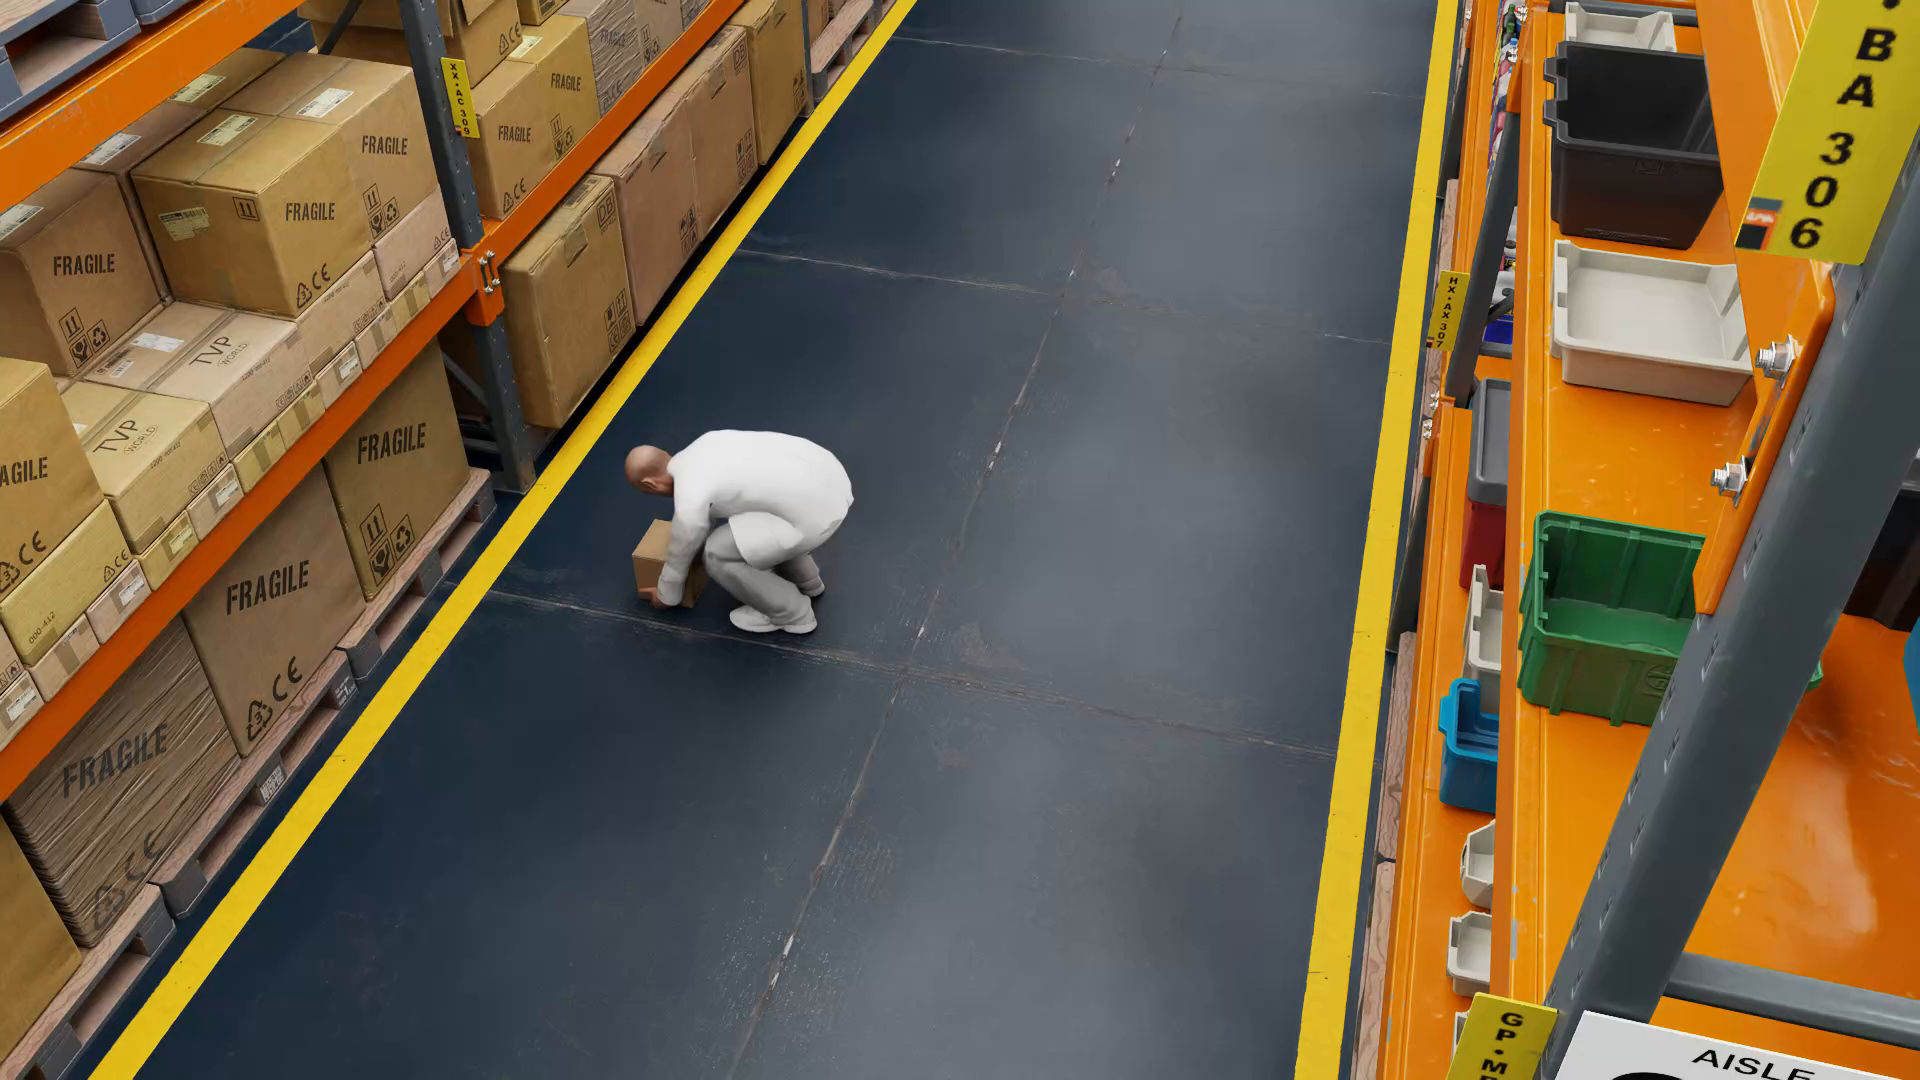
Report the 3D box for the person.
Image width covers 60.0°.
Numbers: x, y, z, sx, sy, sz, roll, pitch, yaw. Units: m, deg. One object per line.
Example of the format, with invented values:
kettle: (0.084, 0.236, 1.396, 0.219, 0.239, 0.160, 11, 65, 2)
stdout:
person: (-0.910, -0.054, 6.972, 0.953, 0.856, 0.582, 9, 41, 10)
